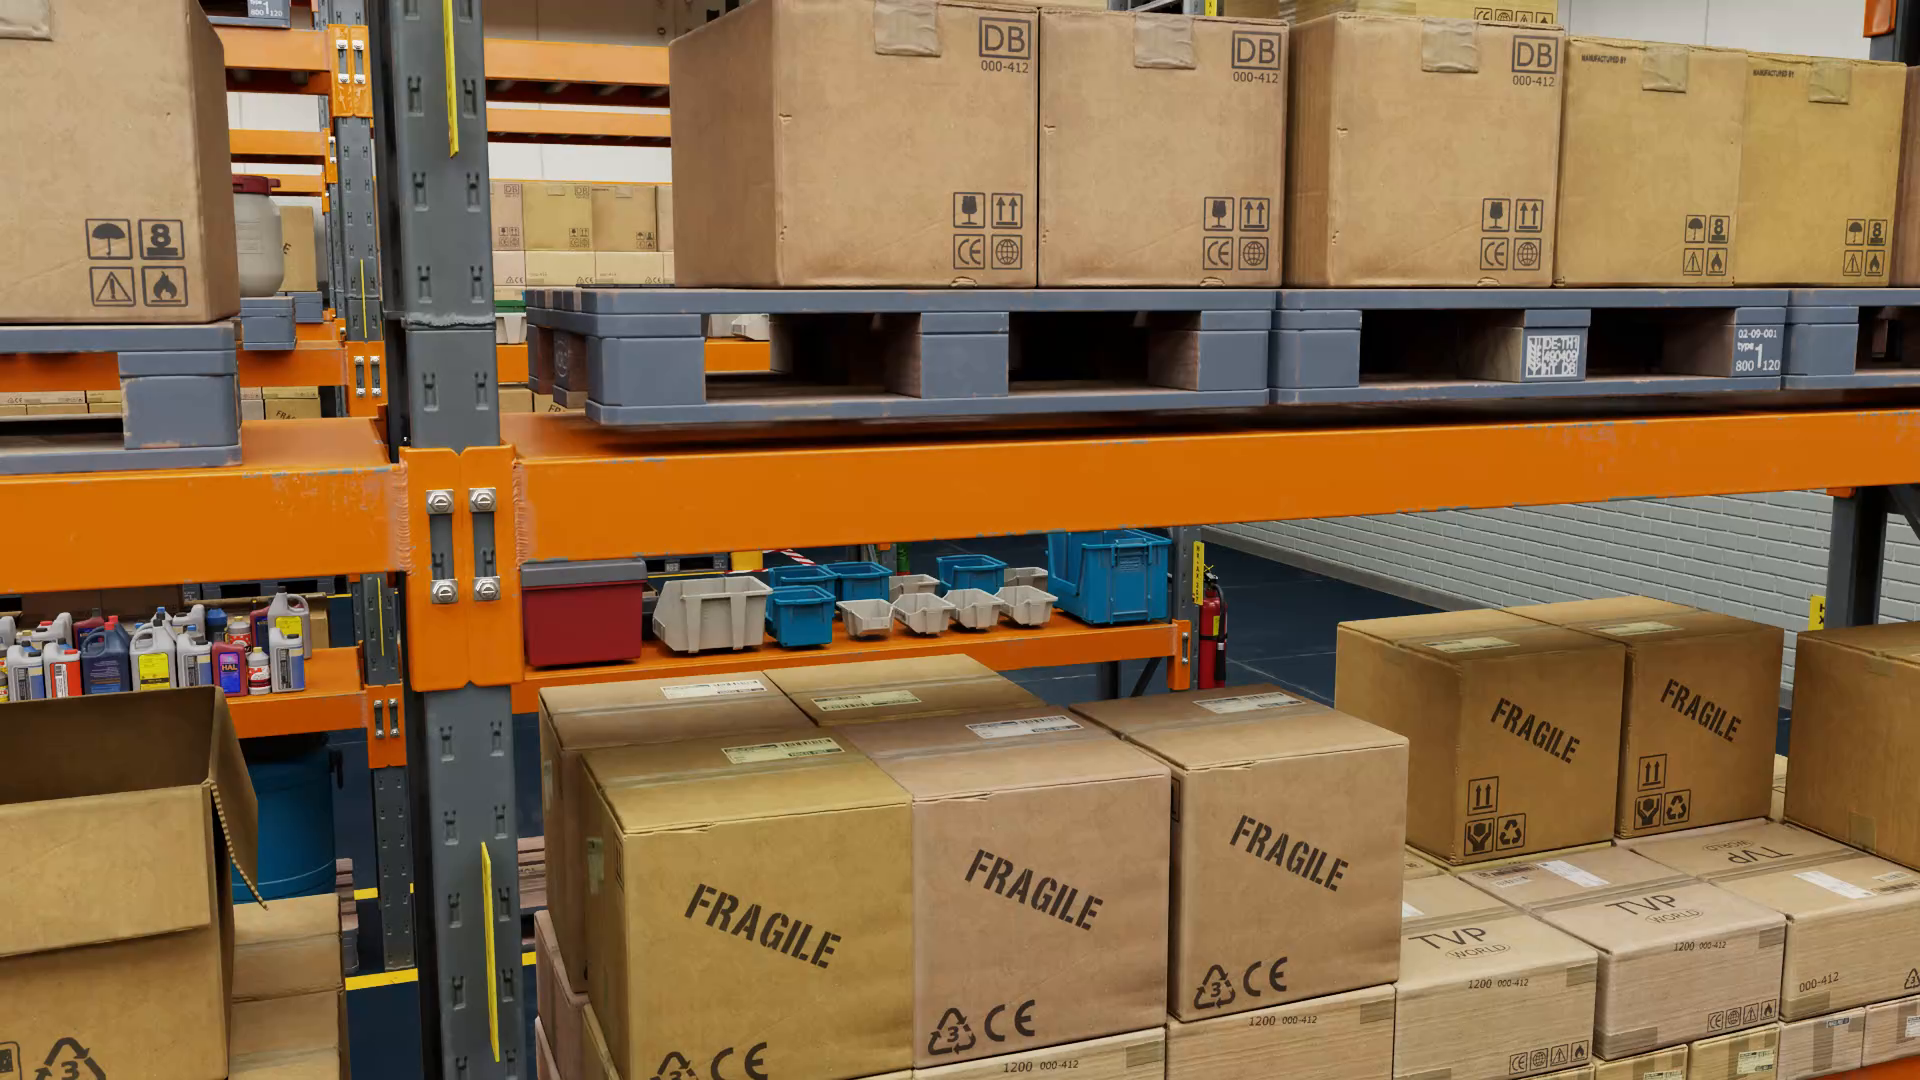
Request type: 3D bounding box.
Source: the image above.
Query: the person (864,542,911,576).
[{"bbox_3d":[-0.703,-0.225,15.769,0.611,1.778,0.451,-4,10,-24],"label":"person"}]
